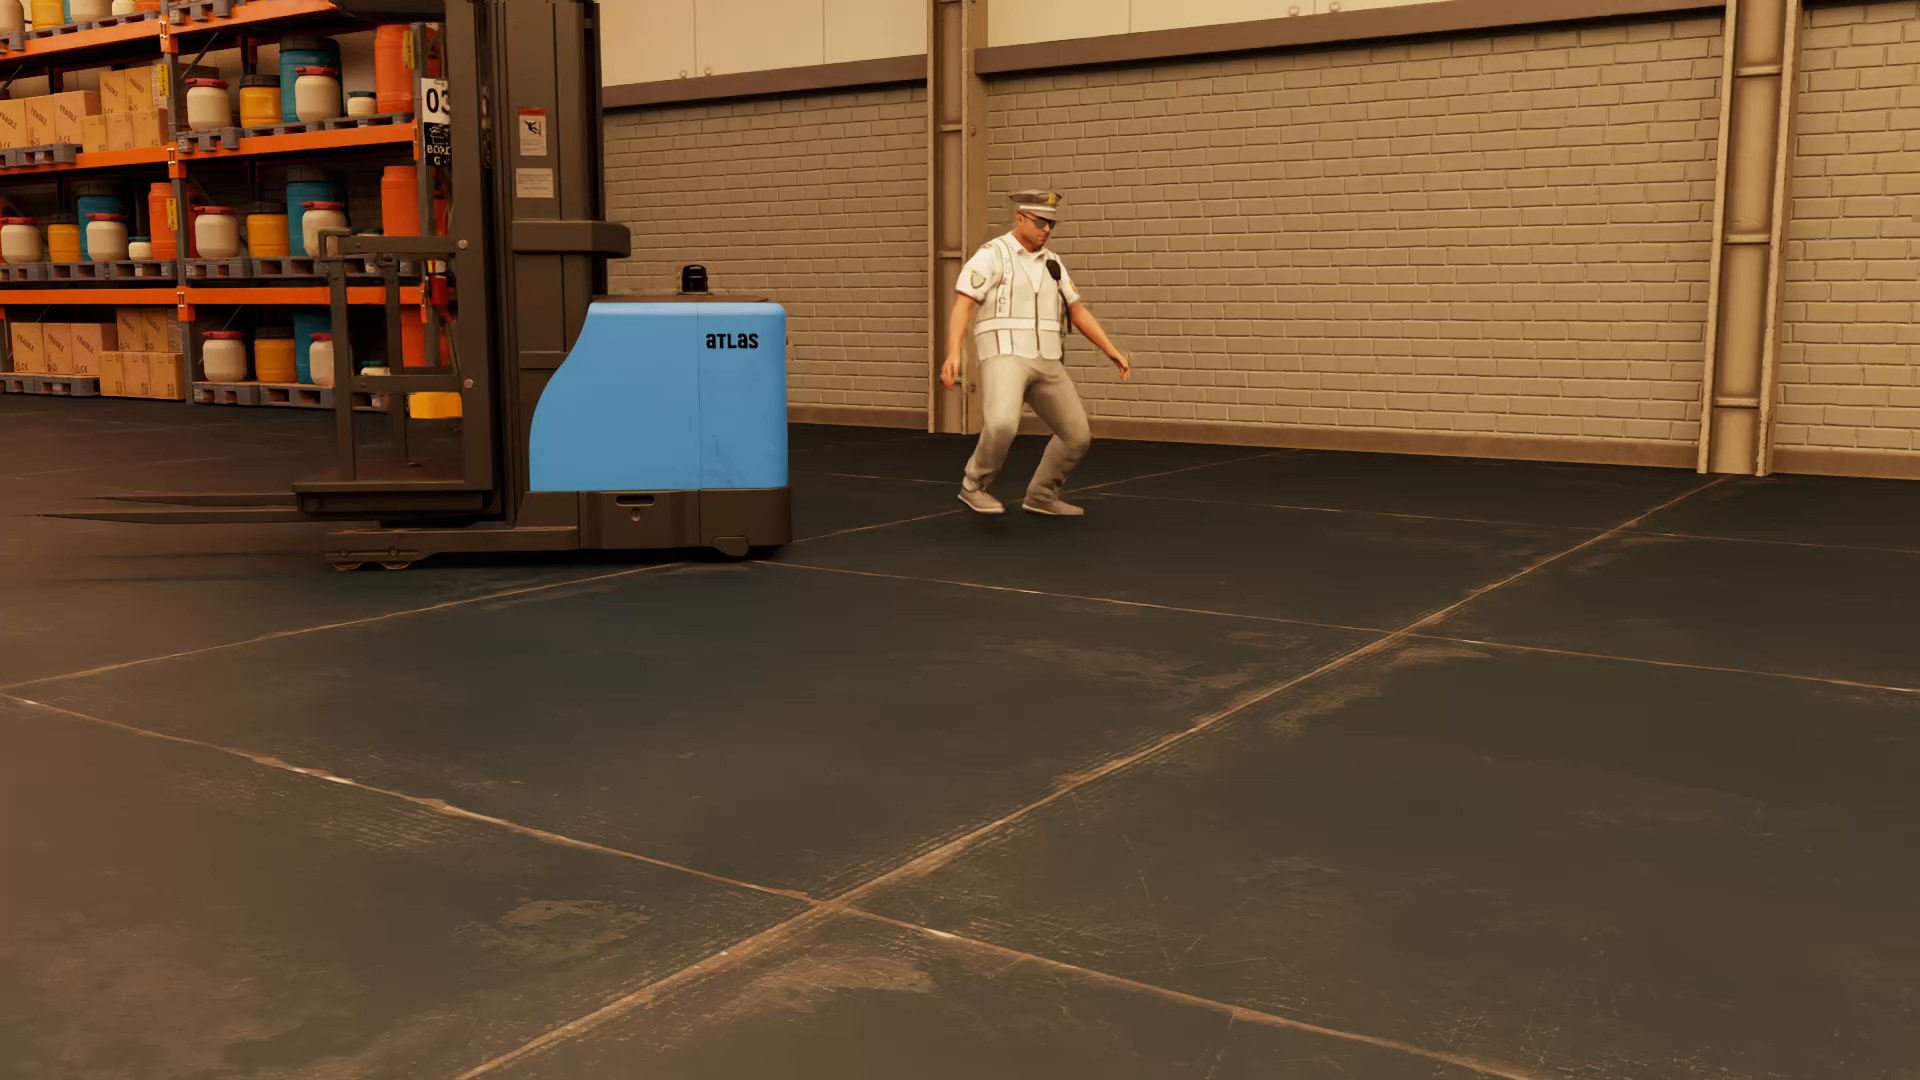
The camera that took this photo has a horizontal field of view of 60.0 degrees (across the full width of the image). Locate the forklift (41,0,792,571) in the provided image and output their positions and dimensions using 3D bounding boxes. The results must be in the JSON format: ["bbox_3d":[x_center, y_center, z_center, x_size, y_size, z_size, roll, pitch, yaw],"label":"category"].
[{"bbox_3d":[-2.265,-1.405,7.074,3.031,2.935,1.130,-1,8,-7],"label":"forklift"}]

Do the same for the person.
[{"bbox_3d":[0.336,-0.882,8.143,0.961,1.640,0.638,-5,9,-29],"label":"person"}]
